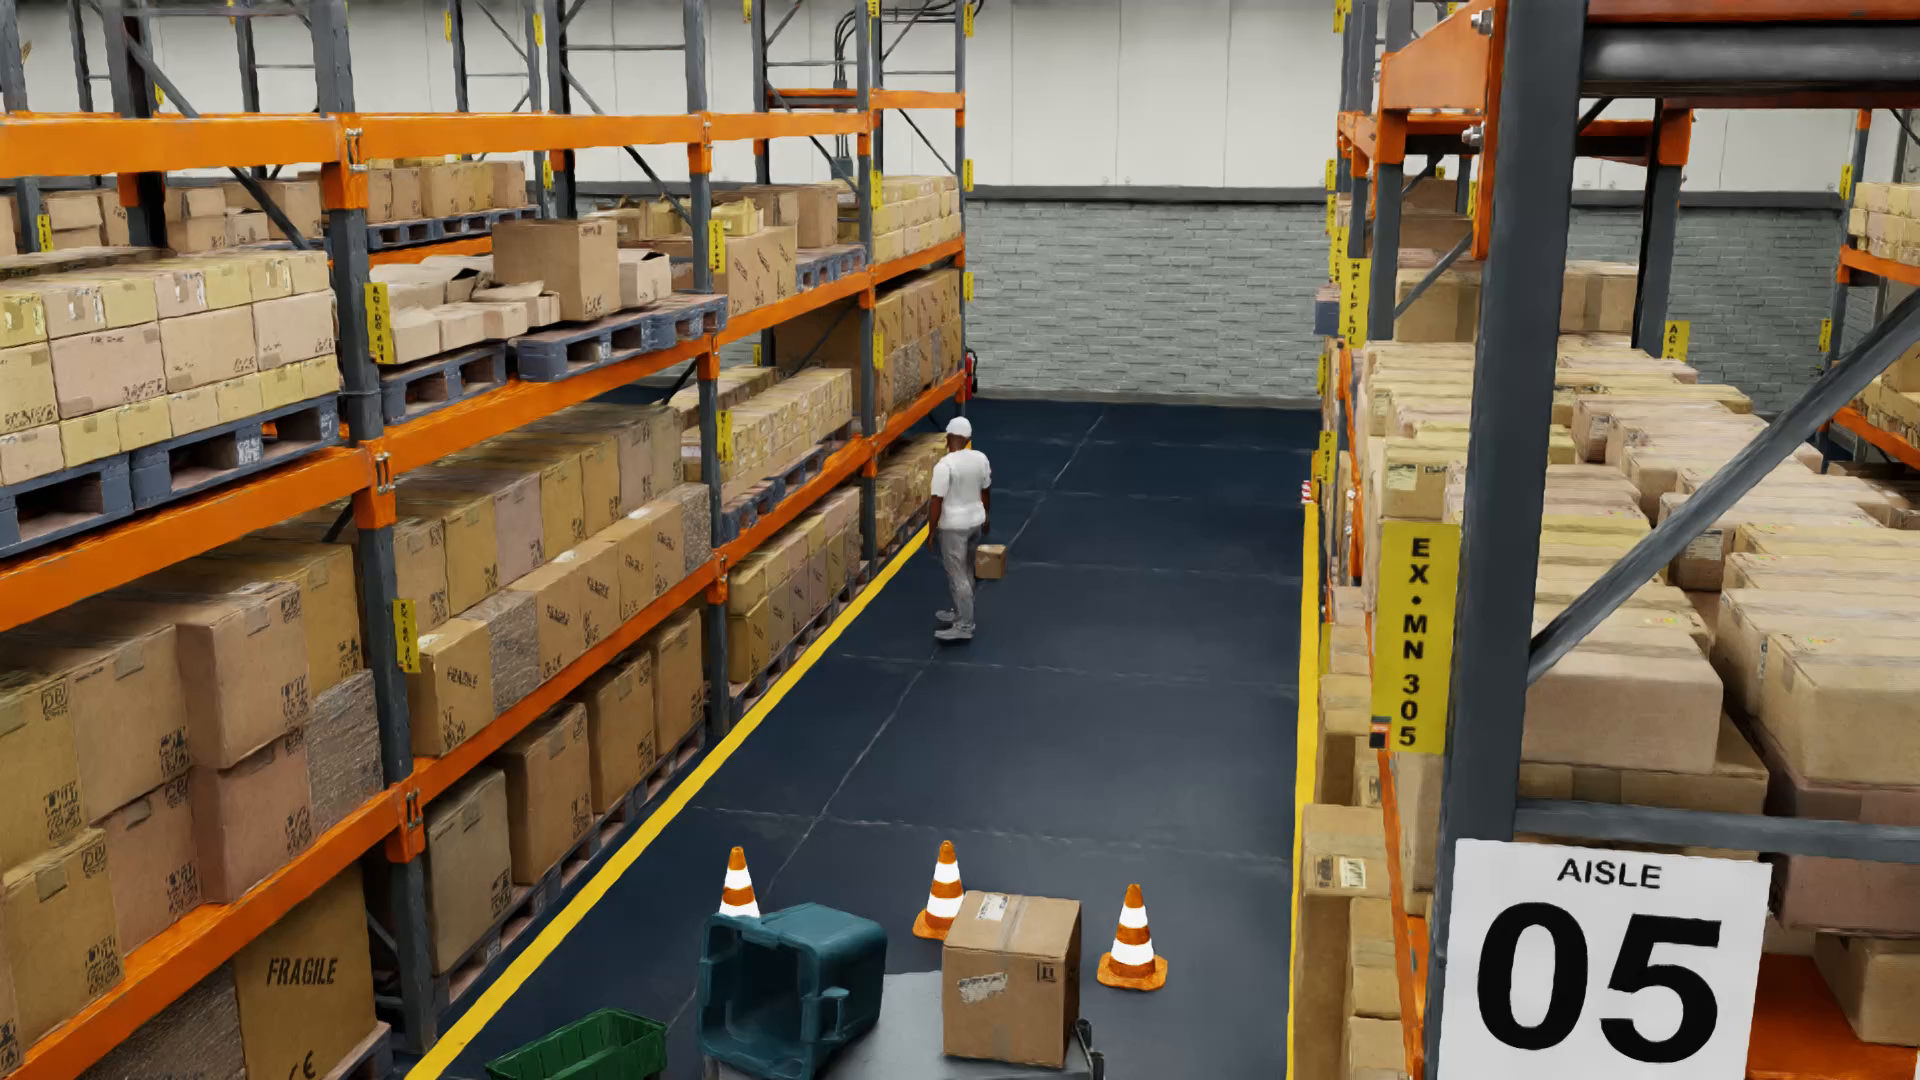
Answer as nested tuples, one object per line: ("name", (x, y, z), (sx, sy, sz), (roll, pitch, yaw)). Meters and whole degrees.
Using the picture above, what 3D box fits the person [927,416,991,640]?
("person", (-0.036, -0.127, 13.353), (0.571, 1.763, 0.675), (12, 19, 39))
